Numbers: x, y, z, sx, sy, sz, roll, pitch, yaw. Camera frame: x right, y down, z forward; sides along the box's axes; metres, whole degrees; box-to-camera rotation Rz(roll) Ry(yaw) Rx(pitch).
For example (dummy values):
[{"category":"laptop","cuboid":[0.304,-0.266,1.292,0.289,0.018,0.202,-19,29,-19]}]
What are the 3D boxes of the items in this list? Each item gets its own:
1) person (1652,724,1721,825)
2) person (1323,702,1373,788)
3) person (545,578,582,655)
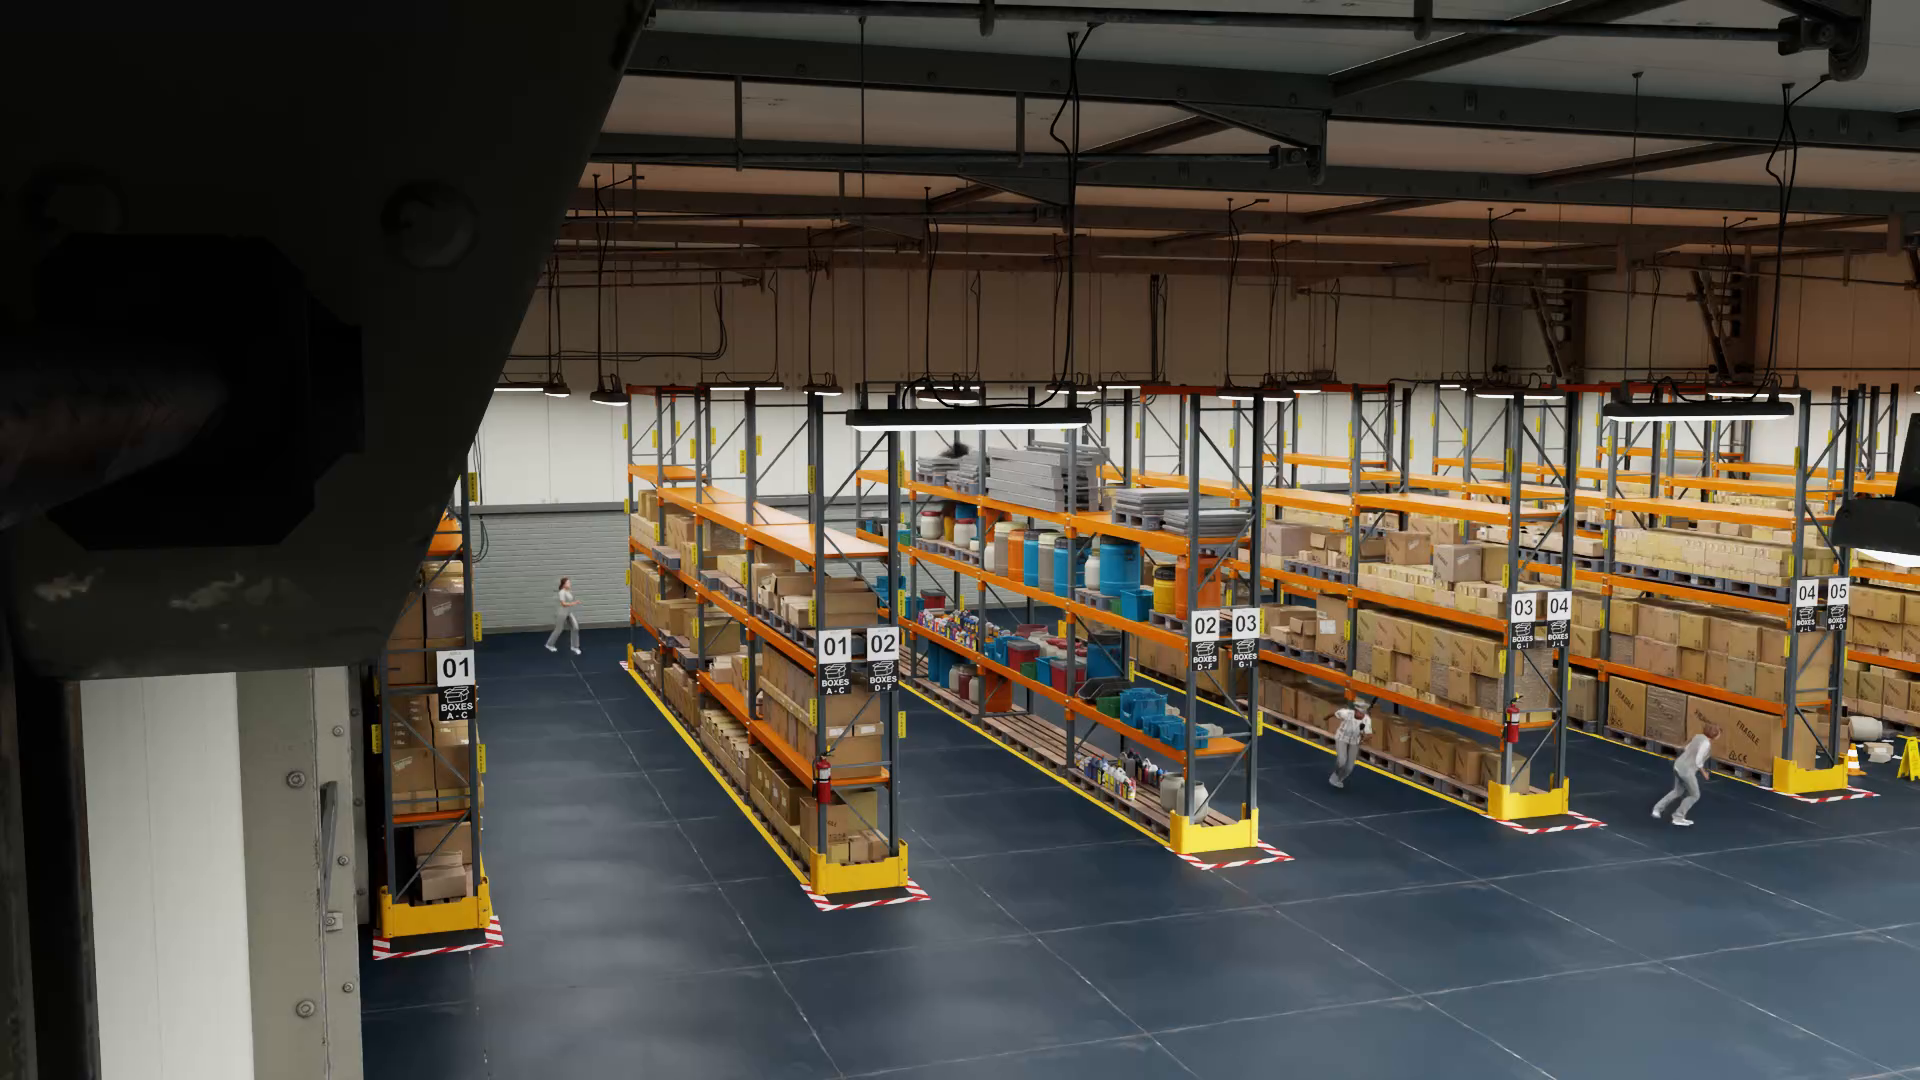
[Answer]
[{"category":"person","cuboid":[10.064,3.234,23.052,0.804,1.455,0.566,1,6,5]},{"category":"person","cuboid":[5.814,3.058,24.815,0.599,1.413,0.971,0,6,-2]},{"category":"person","cuboid":[-8.784,1.689,36.839,0.854,1.718,0.538,1,6,11]}]
